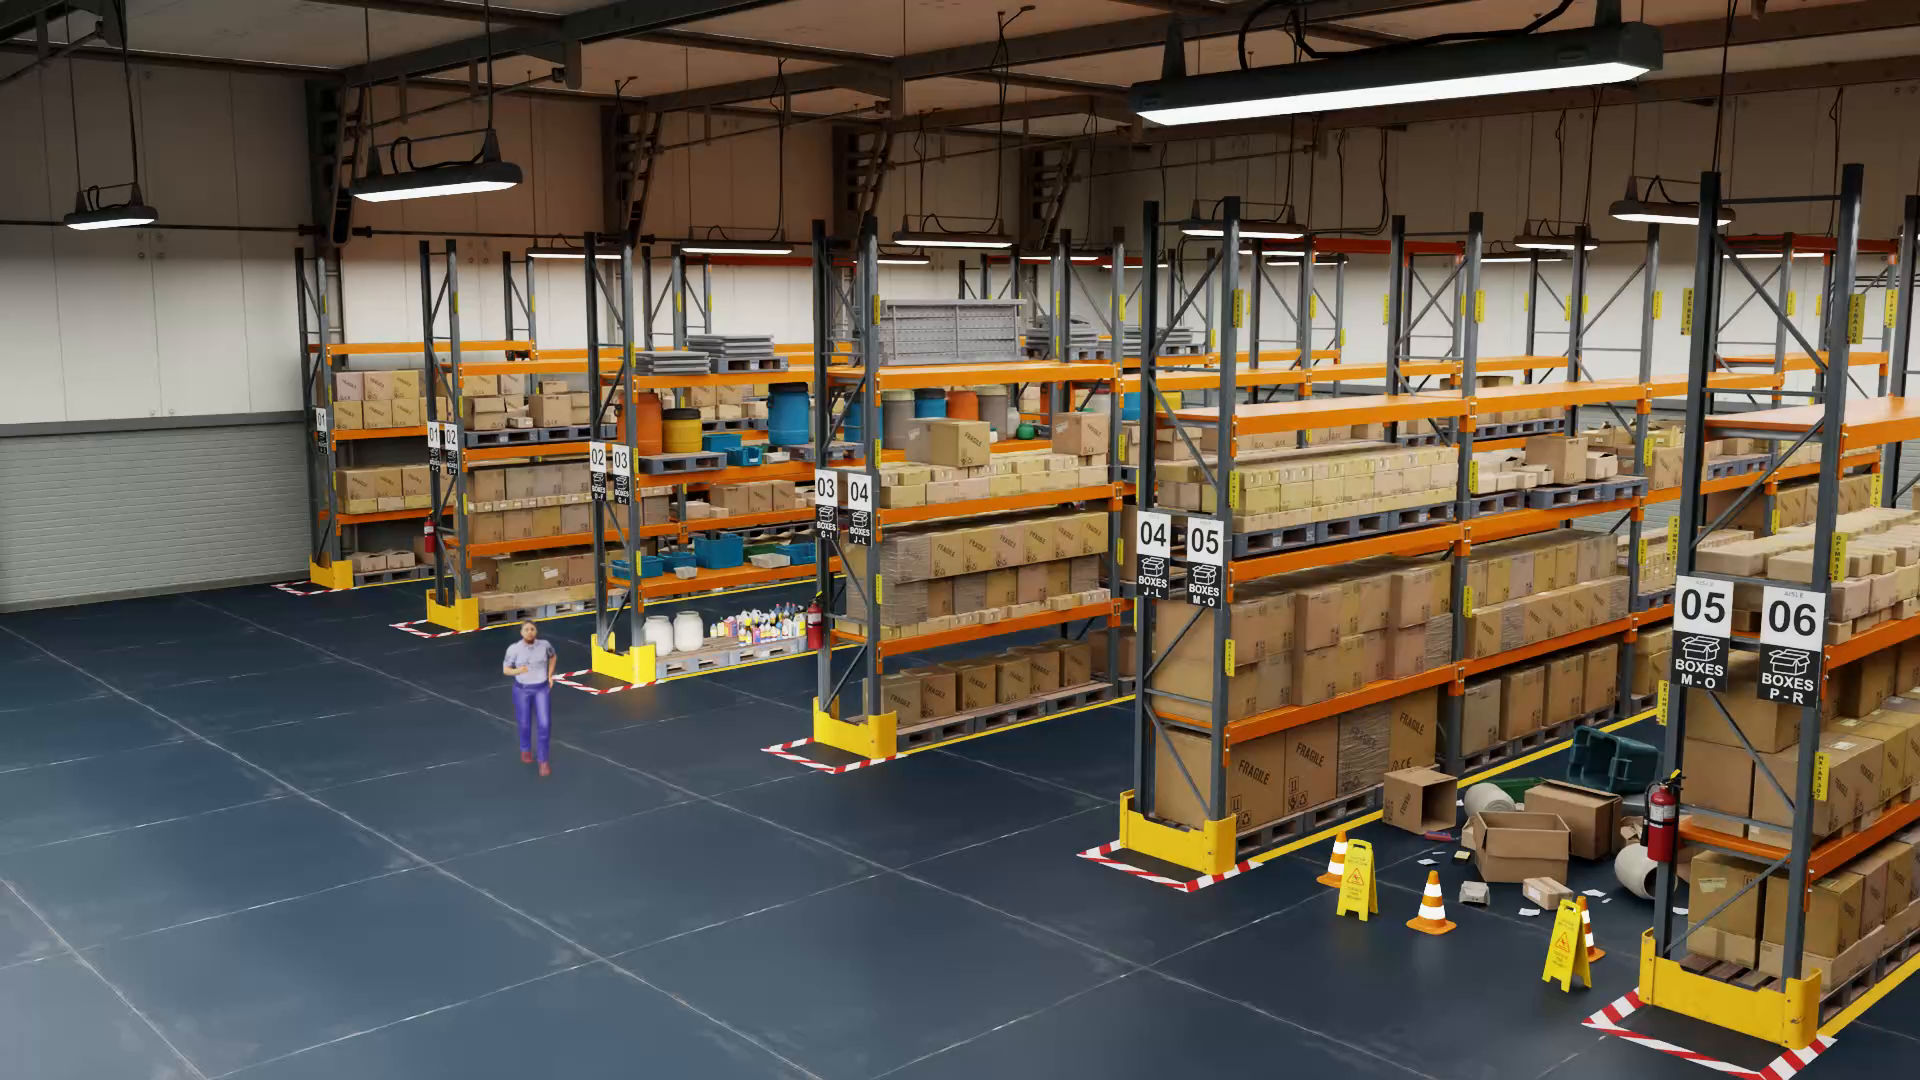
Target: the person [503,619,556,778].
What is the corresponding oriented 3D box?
[{"bbox_3d":[-4.677,1.709,18.156,0.590,1.690,0.726,-3,9,-18],"label":"person"}]
